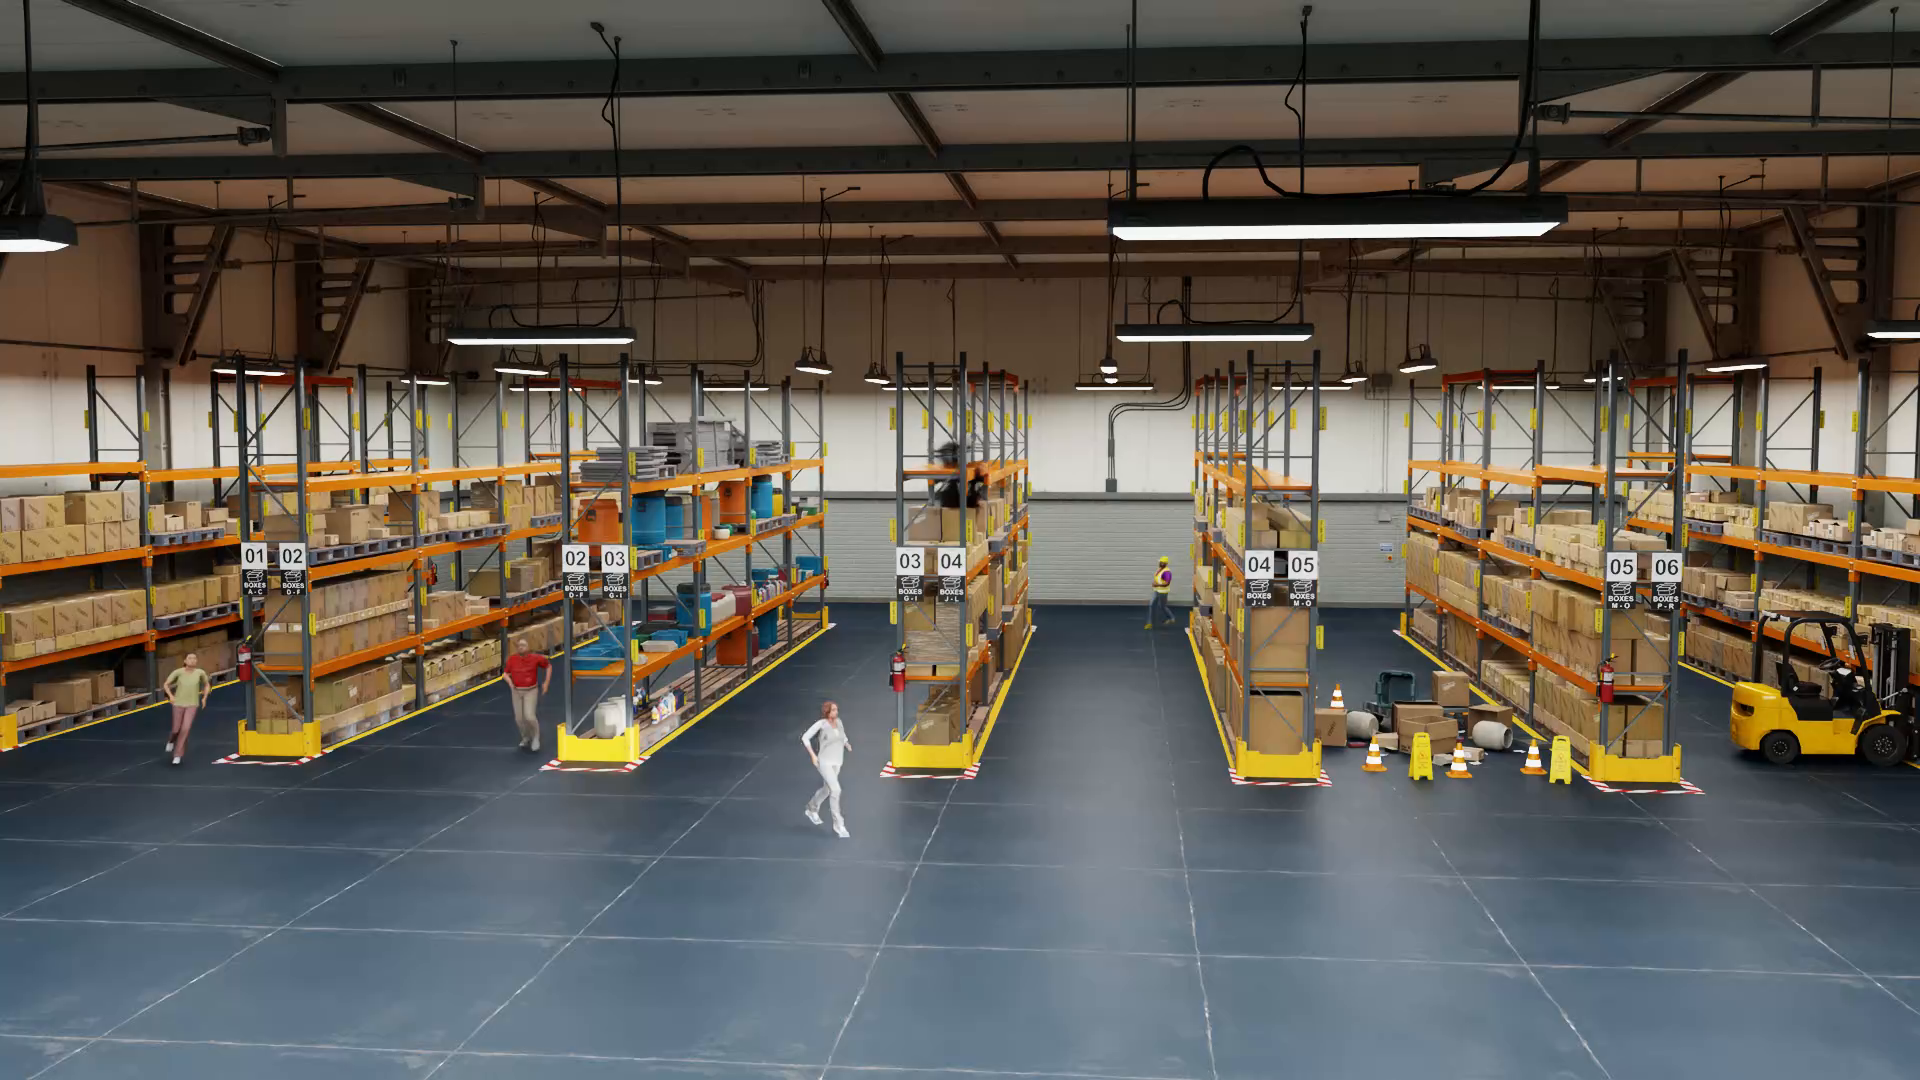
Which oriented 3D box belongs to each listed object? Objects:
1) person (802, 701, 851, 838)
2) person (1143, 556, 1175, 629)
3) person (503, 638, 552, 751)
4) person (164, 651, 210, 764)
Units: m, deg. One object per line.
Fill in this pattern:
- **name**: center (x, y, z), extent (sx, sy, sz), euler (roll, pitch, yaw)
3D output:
- **person**: center (-1.614, 2.759, 20.298), extent (0.786, 1.624, 0.512), euler (3, 5, 37)
- **person**: center (4.898, 1.274, 40.169), extent (0.837, 1.777, 0.707), euler (-2, 4, -24)
- **person**: center (-6.601, 2.371, 25.256), extent (0.693, 1.757, 0.690), euler (0, 4, 2)
- **person**: center (-11.421, 2.450, 24.587), extent (0.614, 1.602, 0.772), euler (-2, 5, -30)
